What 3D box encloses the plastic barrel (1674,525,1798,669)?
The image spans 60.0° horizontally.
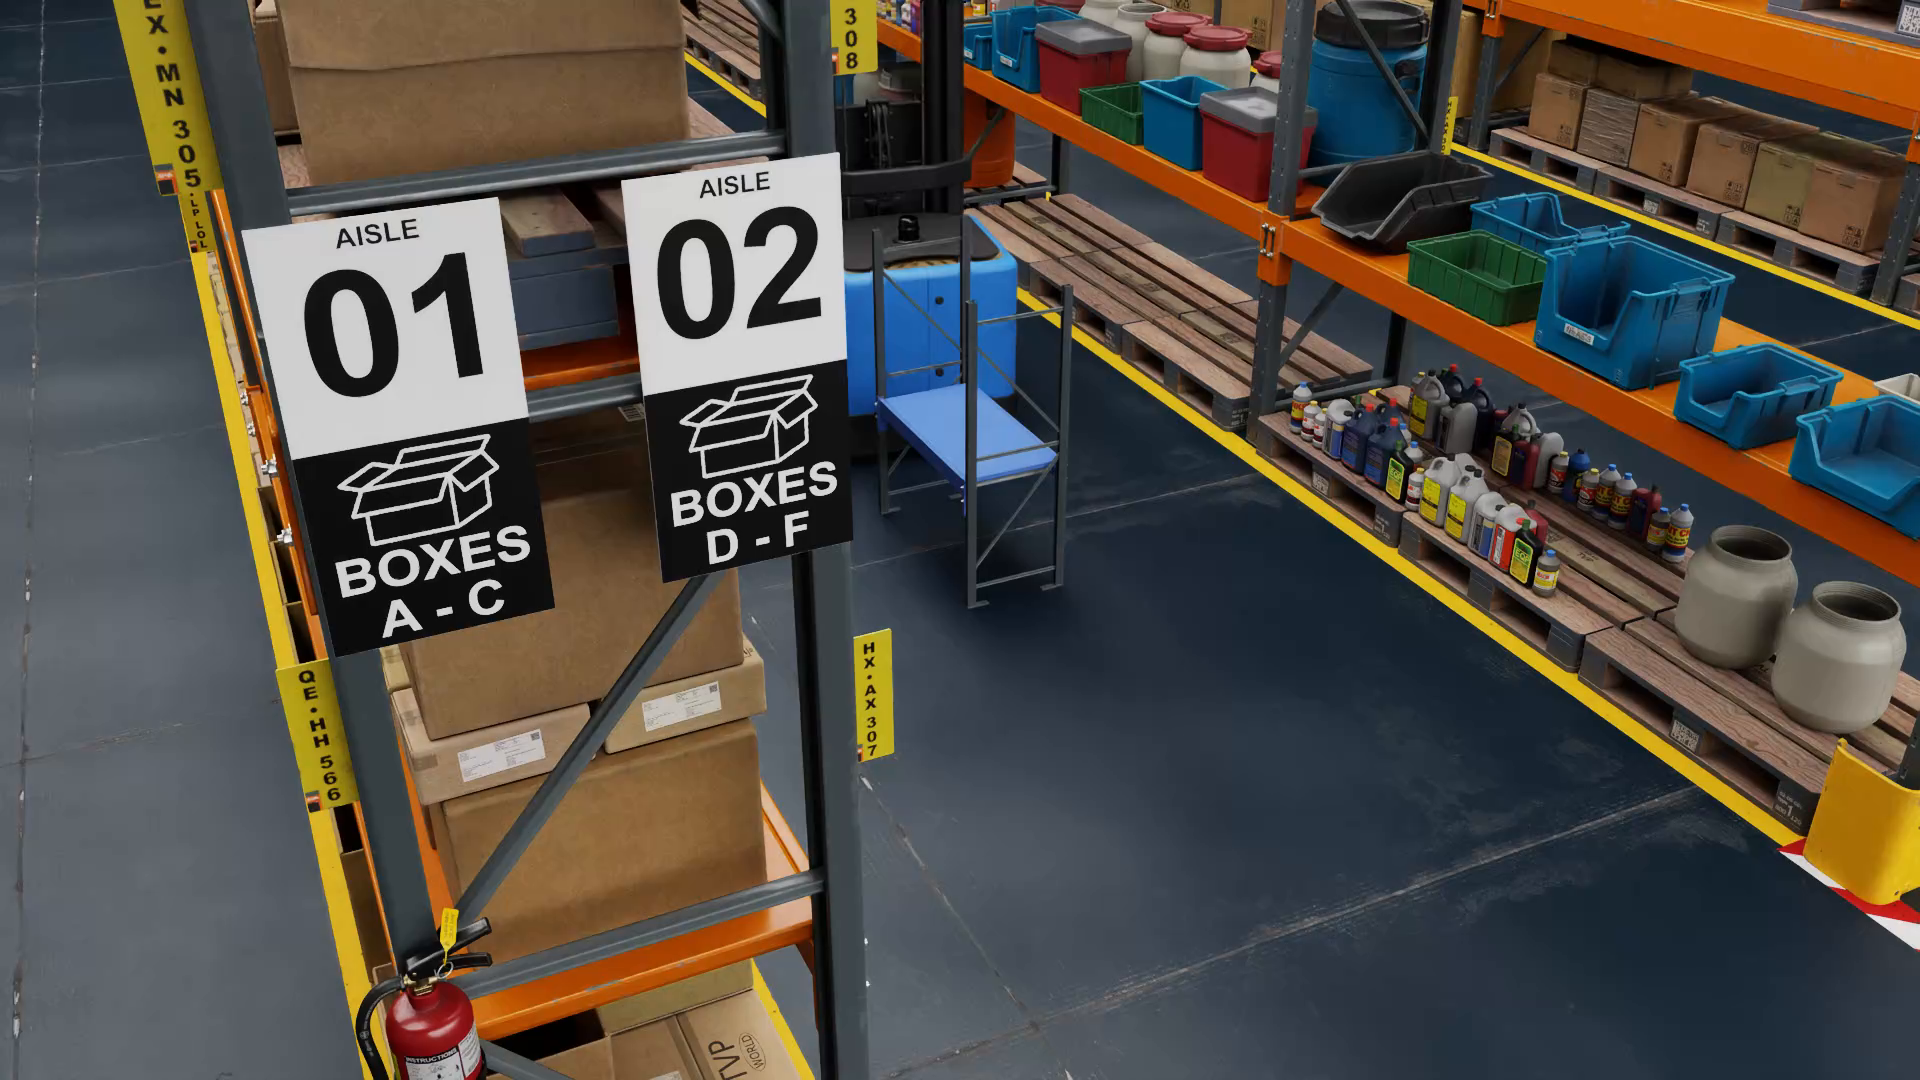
[{"bbox_3d":[3.212,0.235,6.878,0.421,0.512,0.421,0,29,0],"label":"plastic barrel"}]

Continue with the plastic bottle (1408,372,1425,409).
[{"bbox_3d":[2.499,-0.814,9.046,0.097,0.201,0.097,0,29,0],"label":"plastic bottle"}]

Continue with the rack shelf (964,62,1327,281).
[{"bbox_3d":[1.203,-2.507,10.390,1.077,0.370,4.000,-13,32,-22],"label":"rack shelf"}]

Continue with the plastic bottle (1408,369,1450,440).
[{"bbox_3d":[2.468,-0.720,8.726,0.144,0.351,0.185,-13,32,-22],"label":"plastic bottle"}]

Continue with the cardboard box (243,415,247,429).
[{"bbox_3d":[-3.506,-0.680,8.778,0.500,0.250,0.500,-12,32,-21],"label":"cardboard box"}]

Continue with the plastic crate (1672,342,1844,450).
[{"bbox_3d":[3.020,-0.552,6.320,0.499,0.251,0.408,-13,32,-22],"label":"plastic crate"}]

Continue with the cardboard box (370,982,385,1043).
[{"bbox_3d":[-1.635,1.270,5.300,0.500,0.250,0.500,-13,32,-22],"label":"cardboard box"}]

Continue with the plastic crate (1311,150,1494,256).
[{"bbox_3d":[2.171,-1.653,8.194,0.767,0.338,0.504,-13,32,-22],"label":"plastic crate"}]

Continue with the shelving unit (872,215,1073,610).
[{"bbox_3d":[0.037,-0.616,7.816,0.538,1.500,1.048,-13,32,-22],"label":"shelving unit"}]

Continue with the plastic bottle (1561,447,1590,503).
[{"bbox_3d":[3.005,-0.324,8.101,0.097,0.271,0.097,0,29,0],"label":"plastic bottle"}]

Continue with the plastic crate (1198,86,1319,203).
[{"bbox_3d":[1.577,-2.115,8.890,0.402,0.464,0.583,-13,32,-22],"label":"plastic crate"}]

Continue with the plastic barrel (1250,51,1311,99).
[{"bbox_3d":[1.849,-2.466,9.441,0.433,0.535,0.433,0,29,0],"label":"plastic barrel"}]

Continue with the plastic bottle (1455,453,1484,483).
[{"bbox_3d":[2.420,-0.269,7.998,0.152,0.276,0.135,-13,32,-22],"label":"plastic bottle"}]

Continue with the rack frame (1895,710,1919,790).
[{"bbox_3d":[3.779,-0.171,5.488,1.000,3.000,0.127,-13,32,-22],"label":"rack frame"}]

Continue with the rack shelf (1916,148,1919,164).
[{"bbox_3d":[7.393,-1.780,9.094,1.077,0.370,4.000,-13,32,-22],"label":"rack shelf"}]

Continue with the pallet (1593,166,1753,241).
[{"bbox_3d":[5.671,-2.645,12.751,1.003,0.211,1.213,-13,32,-22],"label":"pallet"}]

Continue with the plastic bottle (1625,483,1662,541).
[{"bbox_3d":[3.201,-0.148,7.774,0.061,0.283,0.133,-13,32,-21],"label":"plastic bottle"}]

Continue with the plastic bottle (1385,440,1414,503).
[{"bbox_3d":[2.147,-0.336,8.110,0.061,0.283,0.133,-12,31,-20],"label":"plastic bottle"}]

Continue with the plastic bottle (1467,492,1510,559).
[{"bbox_3d":[2.451,-0.072,7.647,0.152,0.276,0.135,-14,32,-23],"label":"plastic bottle"}]

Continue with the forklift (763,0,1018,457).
[{"bbox_3d":[-0.582,-2.429,9.584,1.130,2.935,3.031,-8,30,-14],"label":"forklift"}]

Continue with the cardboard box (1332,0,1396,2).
[{"bbox_3d":[4.164,-4.706,15.318,1.225,0.875,0.875,-13,32,-22],"label":"cardboard box"}]

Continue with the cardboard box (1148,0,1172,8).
[{"bbox_3d":[2.503,-6.474,18.471,0.875,0.875,0.875,-13,32,-22],"label":"cardboard box"}]

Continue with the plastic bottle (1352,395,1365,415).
[{"bbox_3d":[2.062,-0.598,8.576,0.061,0.283,0.133,-13,32,-22],"label":"plastic bottle"}]

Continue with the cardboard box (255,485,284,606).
[{"bbox_3d":[-2.498,0.060,6.691,0.500,0.500,0.500,-13,32,-22],"label":"cardboard box"}]

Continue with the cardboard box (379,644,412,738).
[{"bbox_3d":[-1.146,0.297,3.888,0.380,0.149,0.250,-12,32,-21],"label":"cardboard box"}]

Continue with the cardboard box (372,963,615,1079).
[{"bbox_3d":[-1.196,1.382,4.333,0.500,0.500,0.500,-13,32,-22],"label":"cardboard box"}]

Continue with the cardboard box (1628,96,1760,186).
[{"bbox_3d":[5.623,-3.063,12.752,0.700,0.500,0.500,-10,31,-18],"label":"cardboard box"}]

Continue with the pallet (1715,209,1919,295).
[{"bbox_3d":[6.199,-2.105,11.788,1.003,0.211,1.213,-13,32,-22],"label":"pallet"}]

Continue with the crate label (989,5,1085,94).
[{"bbox_3d":[0.526,-3.224,10.897,0.502,0.435,0.616,-13,32,-22],"label":"crate label"}]

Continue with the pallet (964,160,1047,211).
[{"bbox_3d":[-0.032,-2.828,13.077,1.003,0.211,1.213,-13,32,-22],"label":"pallet"}]

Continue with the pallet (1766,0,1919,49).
[{"bbox_3d":[3.512,-1.783,5.488,1.003,0.211,1.213,-13,32,-22],"label":"pallet"}]

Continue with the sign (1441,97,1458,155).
[{"bbox_3d":[2.563,-2.169,8.768,0.100,0.325,0.005,-13,32,-22],"label":"sign"}]

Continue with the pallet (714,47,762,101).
[{"bbox_3d":[-1.724,-4.572,16.188,1.003,0.211,1.213,-13,32,-22],"label":"pallet"}]

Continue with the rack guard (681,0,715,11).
[{"bbox_3d":[-3.112,-6.156,18.717,1.175,0.500,0.348,-13,32,-22],"label":"rack guard"}]

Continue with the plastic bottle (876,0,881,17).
[{"bbox_3d":[-0.598,-4.122,12.737,0.097,0.201,0.097,0,29,0],"label":"plastic bottle"}]

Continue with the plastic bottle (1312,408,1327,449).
[{"bbox_3d":[1.890,-0.586,8.640,0.097,0.201,0.097,0,29,0],"label":"plastic bottle"}]

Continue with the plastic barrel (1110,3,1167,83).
[{"bbox_3d":[1.160,-3.158,10.700,0.421,0.512,0.421,0,29,0],"label":"plastic barrel"}]

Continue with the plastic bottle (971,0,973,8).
[{"bbox_3d":[0.136,-4.288,12.949,0.061,0.283,0.133,-13,32,-22],"label":"plastic bottle"}]

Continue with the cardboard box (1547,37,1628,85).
[{"bbox_3d":[5.132,-3.884,13.448,0.500,0.250,0.500,-12,31,-20],"label":"cardboard box"}]

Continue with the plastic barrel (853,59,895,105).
[{"bbox_3d":[-0.689,-3.745,13.976,0.421,0.512,0.421,0,29,0],"label":"plastic barrel"}]

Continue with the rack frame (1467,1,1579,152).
[{"bbox_3d":[4.818,-4.745,13.644,1.000,3.000,0.127,-13,32,-22],"label":"rack frame"}]

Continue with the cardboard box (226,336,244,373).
[{"bbox_3d":[-3.500,-0.919,8.630,0.500,0.311,0.500,-13,32,-23],"label":"cardboard box"}]

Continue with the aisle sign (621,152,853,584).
[{"bbox_3d":[-0.392,-0.302,3.063,0.394,0.787,0.004,-13,32,-22],"label":"aisle sign"}]

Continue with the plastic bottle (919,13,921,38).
[{"bbox_3d":[-0.248,-3.762,12.095,0.097,0.201,0.097,0,29,0],"label":"plastic bottle"}]

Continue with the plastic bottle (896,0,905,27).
[{"bbox_3d":[-0.430,-3.980,12.413,0.097,0.271,0.097,0,29,0],"label":"plastic bottle"}]

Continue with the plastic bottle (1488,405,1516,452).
[{"bbox_3d":[2.788,-0.573,8.532,0.061,0.283,0.133,-11,31,-19],"label":"plastic bottle"}]

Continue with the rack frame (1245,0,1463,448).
[{"bbox_3d":[2.061,-1.938,8.639,1.000,3.000,0.127,-13,32,-22],"label":"rack frame"}]
